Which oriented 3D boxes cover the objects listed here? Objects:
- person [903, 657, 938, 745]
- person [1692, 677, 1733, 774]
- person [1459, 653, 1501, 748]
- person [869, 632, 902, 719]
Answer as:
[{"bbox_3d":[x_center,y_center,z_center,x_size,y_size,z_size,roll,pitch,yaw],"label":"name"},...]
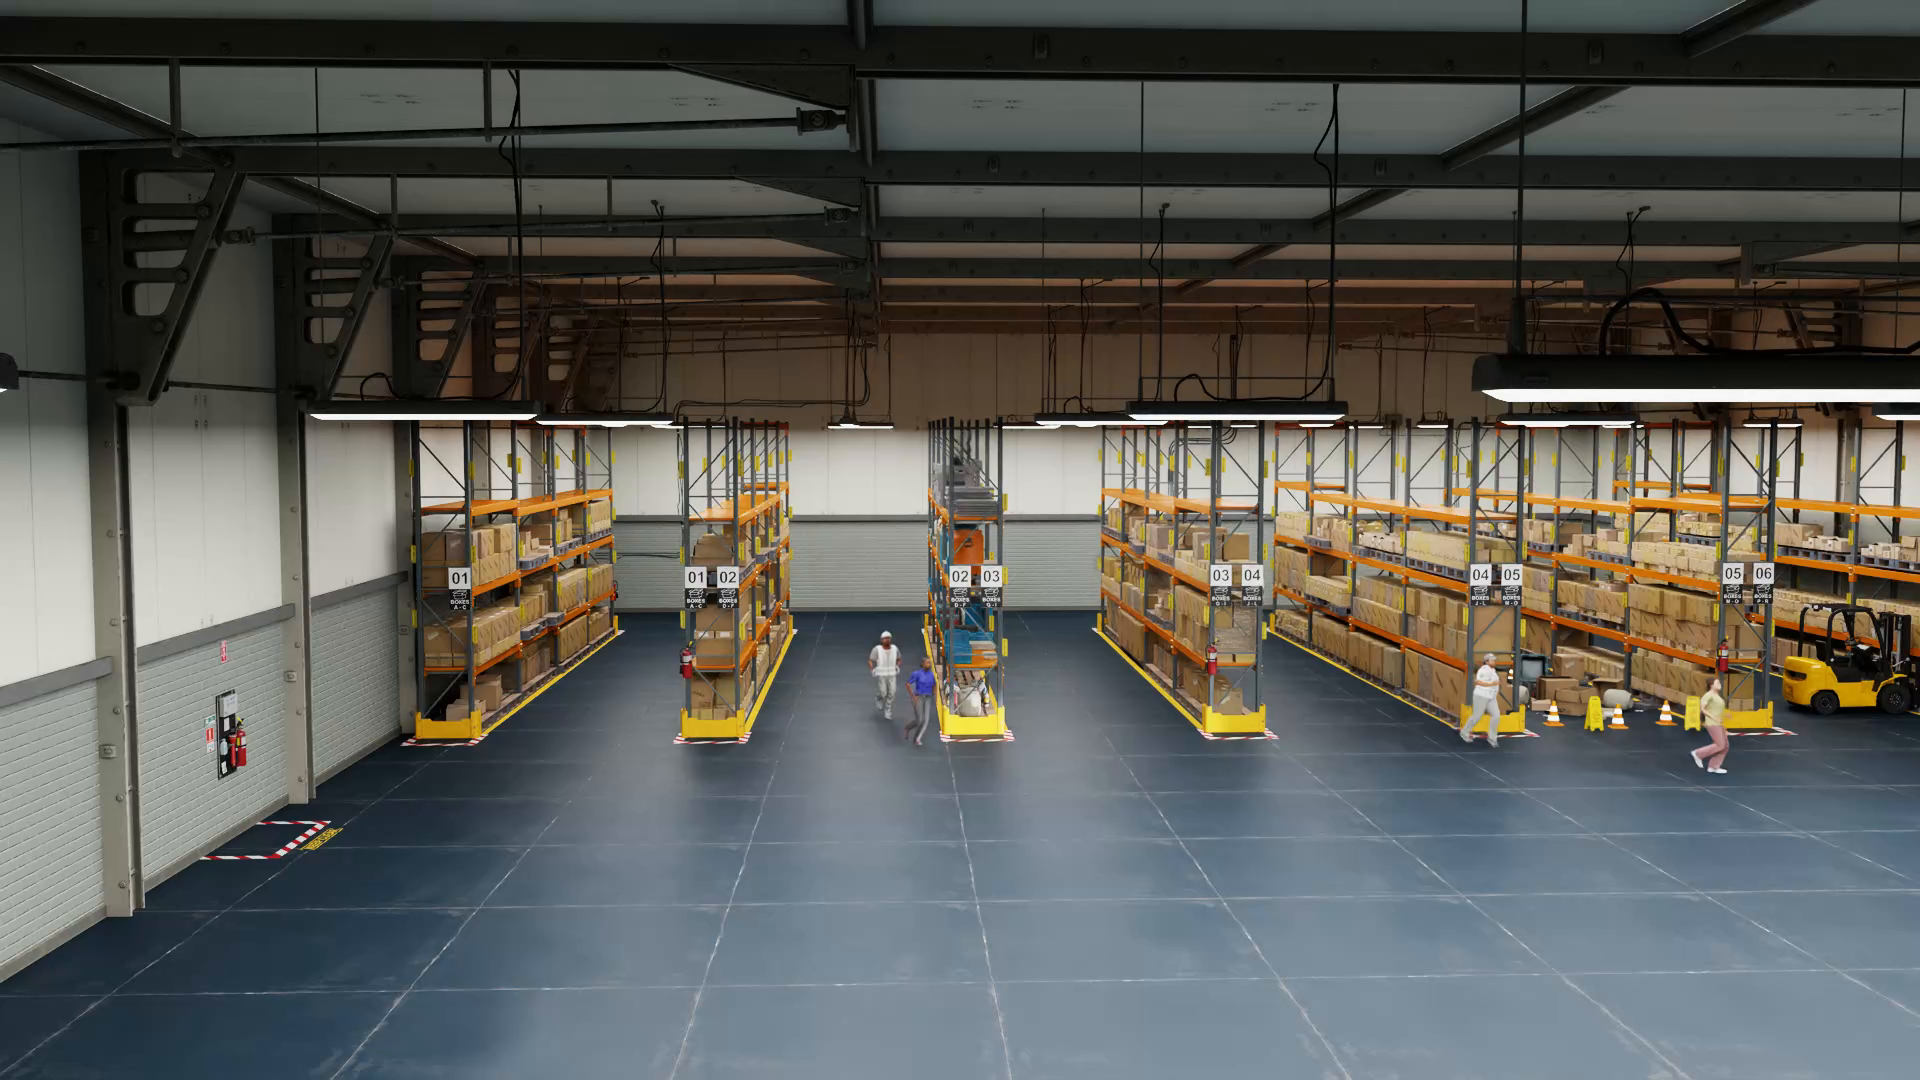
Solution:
[{"bbox_3d":[-0.687,2.943,30.518,0.641,1.575,0.519,-3,5,-35],"label":"person"},{"bbox_3d":[12.611,3.091,27.868,0.568,1.618,0.578,3,5,41],"label":"person"},{"bbox_3d":[9.571,2.924,30.378,0.607,1.726,0.755,-3,5,-41],"label":"person"},{"bbox_3d":[-1.473,2.692,33.207,0.686,1.735,0.605,-1,4,-17],"label":"person"}]
